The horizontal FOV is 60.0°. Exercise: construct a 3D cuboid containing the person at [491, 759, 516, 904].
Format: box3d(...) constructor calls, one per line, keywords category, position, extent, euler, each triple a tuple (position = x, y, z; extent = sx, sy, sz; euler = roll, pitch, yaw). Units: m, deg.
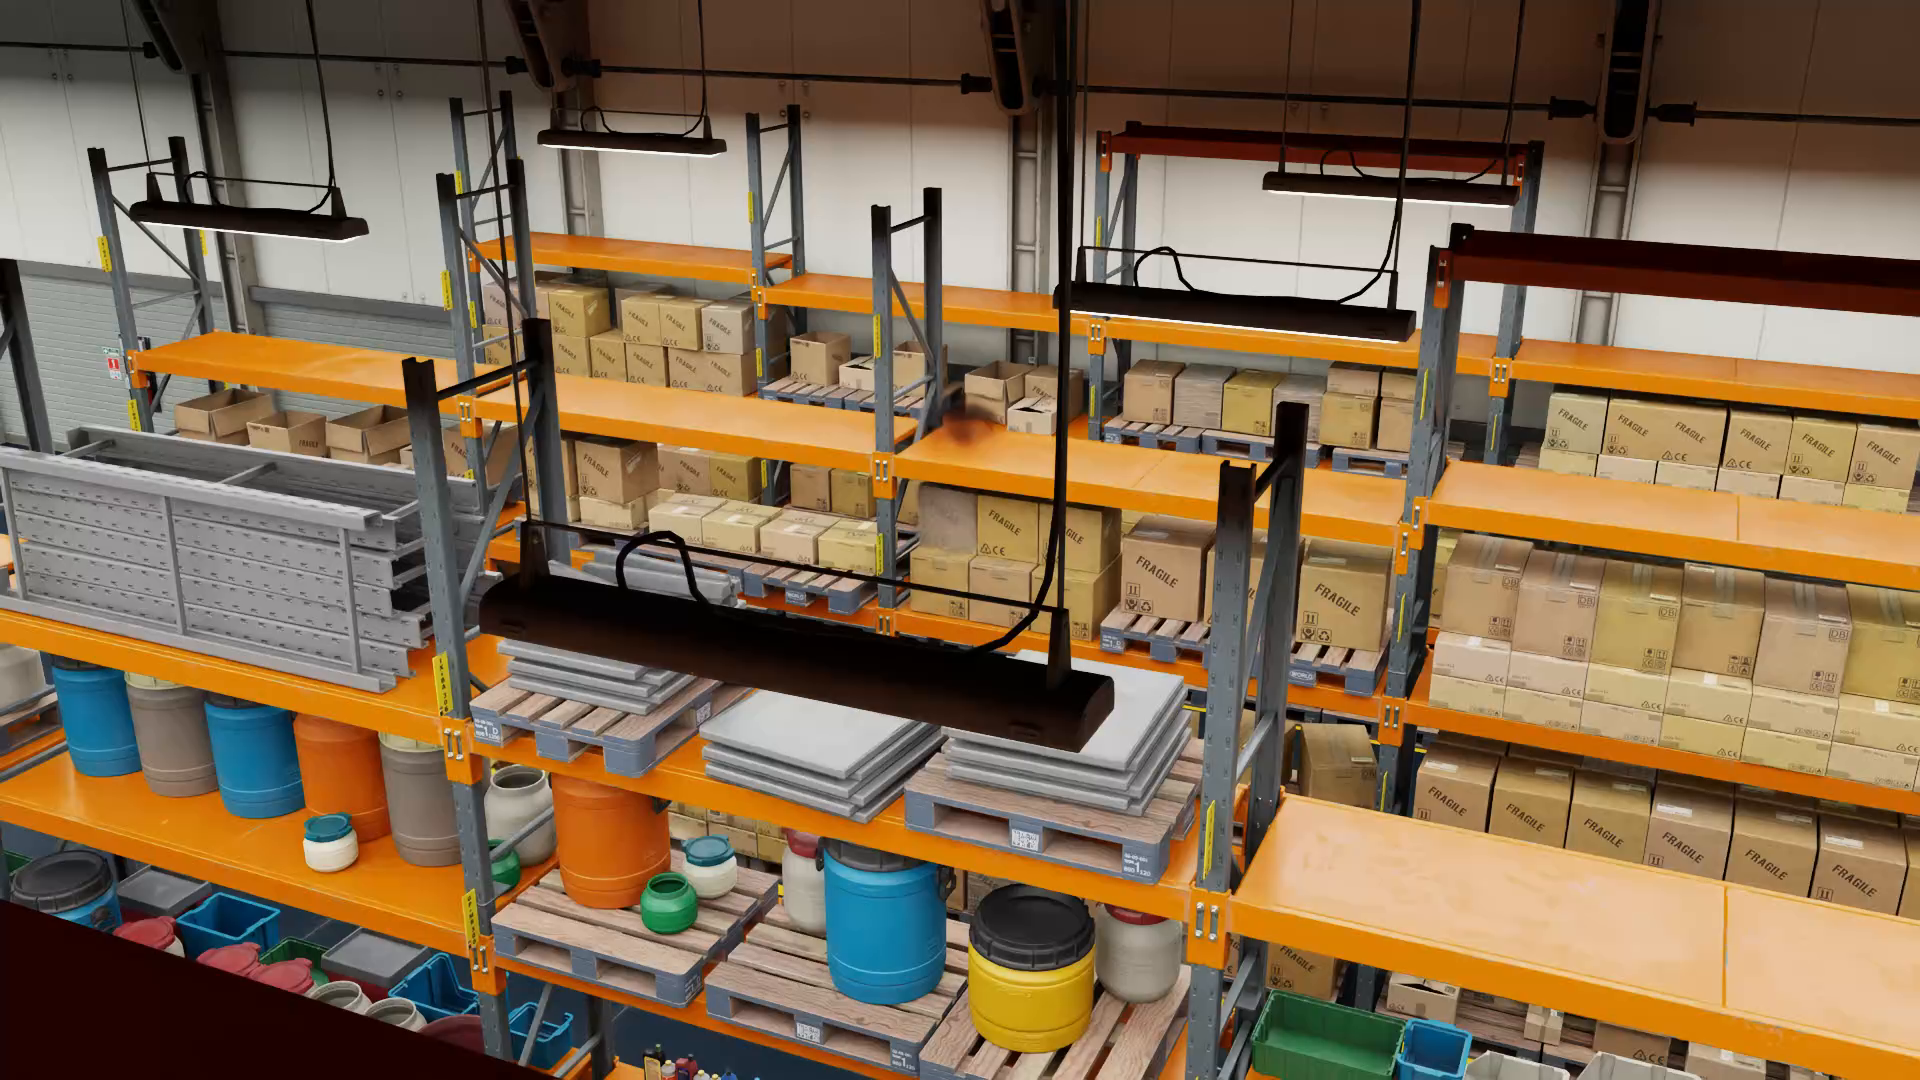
box3d(category="person", position=(-3.752, 2.424, 13.748), extent=(0.658, 1.801, 0.388), euler=(3, 21, 8))
